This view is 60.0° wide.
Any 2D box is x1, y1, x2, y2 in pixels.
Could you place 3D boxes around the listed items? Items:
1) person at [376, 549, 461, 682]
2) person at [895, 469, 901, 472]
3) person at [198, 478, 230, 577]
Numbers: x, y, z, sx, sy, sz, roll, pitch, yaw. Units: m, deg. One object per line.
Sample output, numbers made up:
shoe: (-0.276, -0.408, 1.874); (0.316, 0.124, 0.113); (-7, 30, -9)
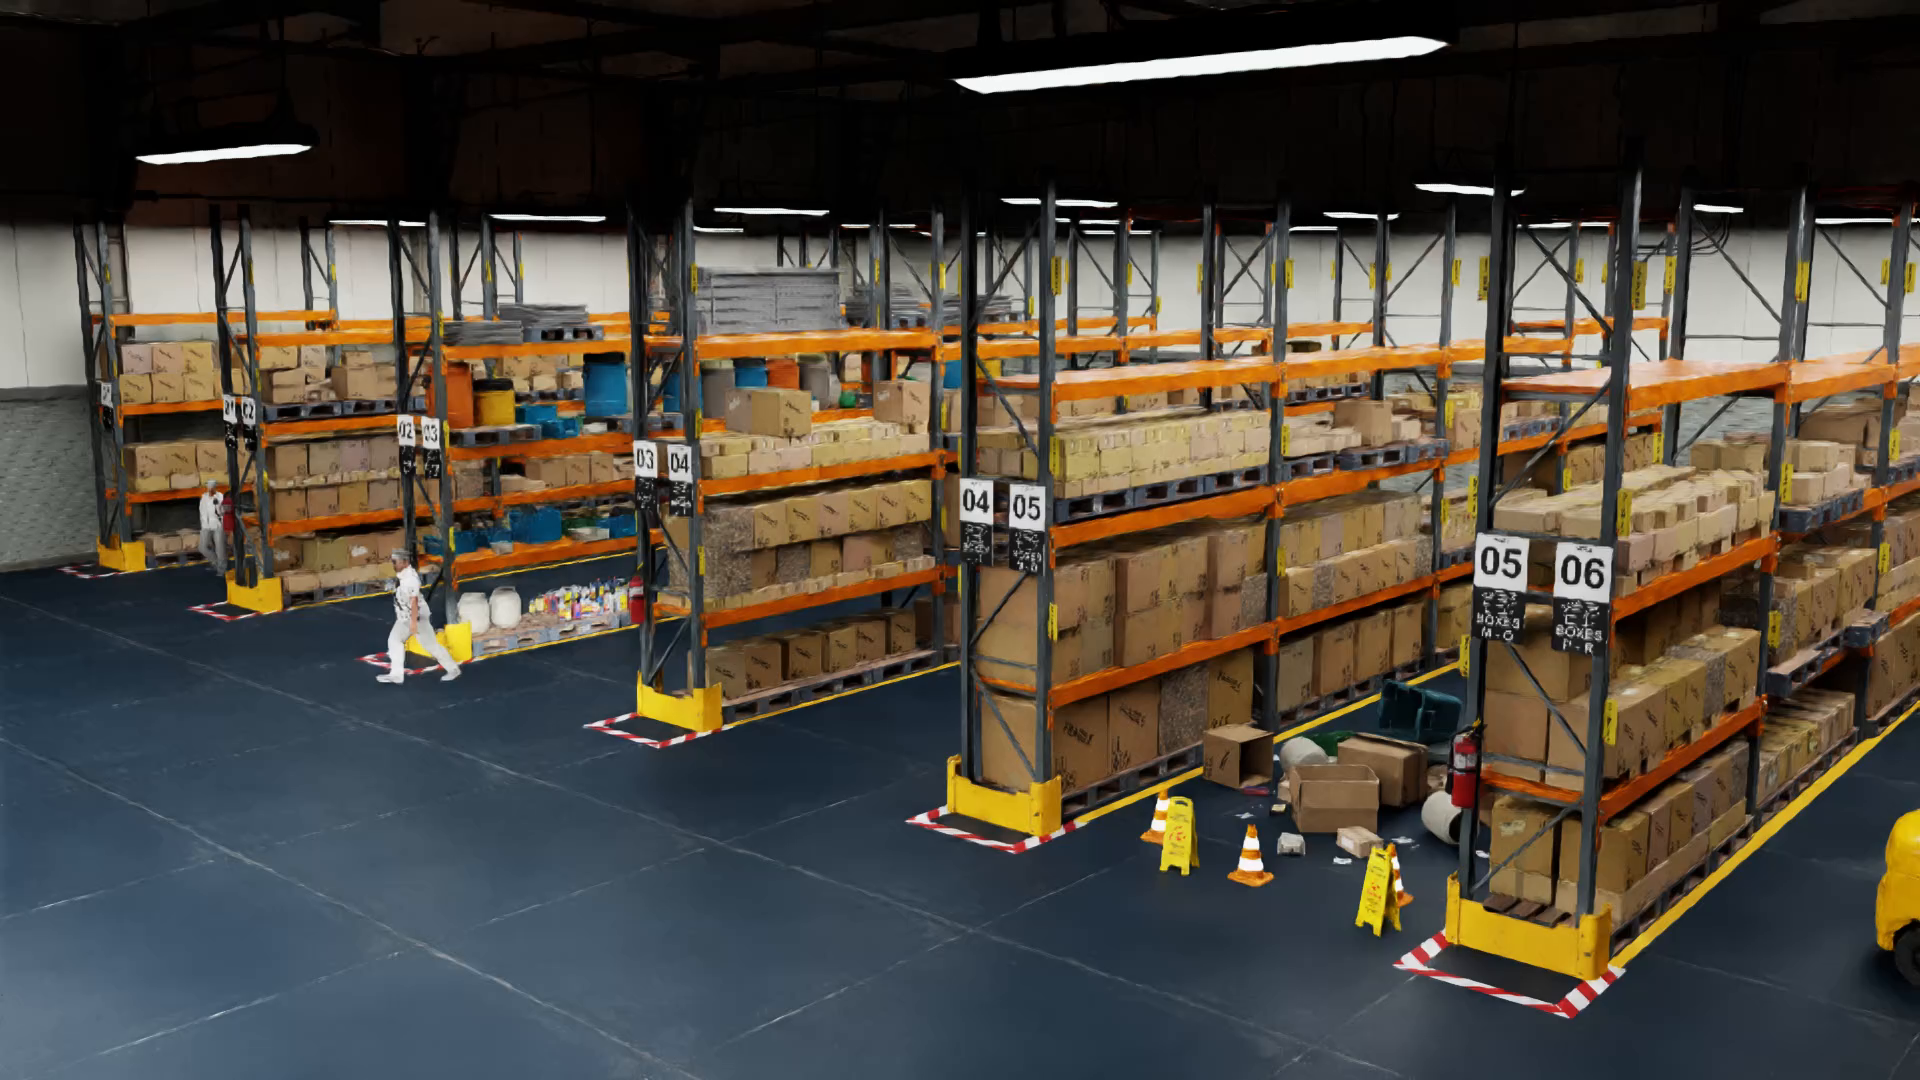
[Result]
person: (-6.724, 0.931, 20.549); (0.974, 1.698, 0.579); (-5, 11, -28)
person: (-1.585, -2.086, 38.552); (0.690, 1.709, 0.544); (-8, 12, -38)
person: (-12.371, -0.217, 27.605); (0.560, 1.657, 0.572); (1, 9, 4)
